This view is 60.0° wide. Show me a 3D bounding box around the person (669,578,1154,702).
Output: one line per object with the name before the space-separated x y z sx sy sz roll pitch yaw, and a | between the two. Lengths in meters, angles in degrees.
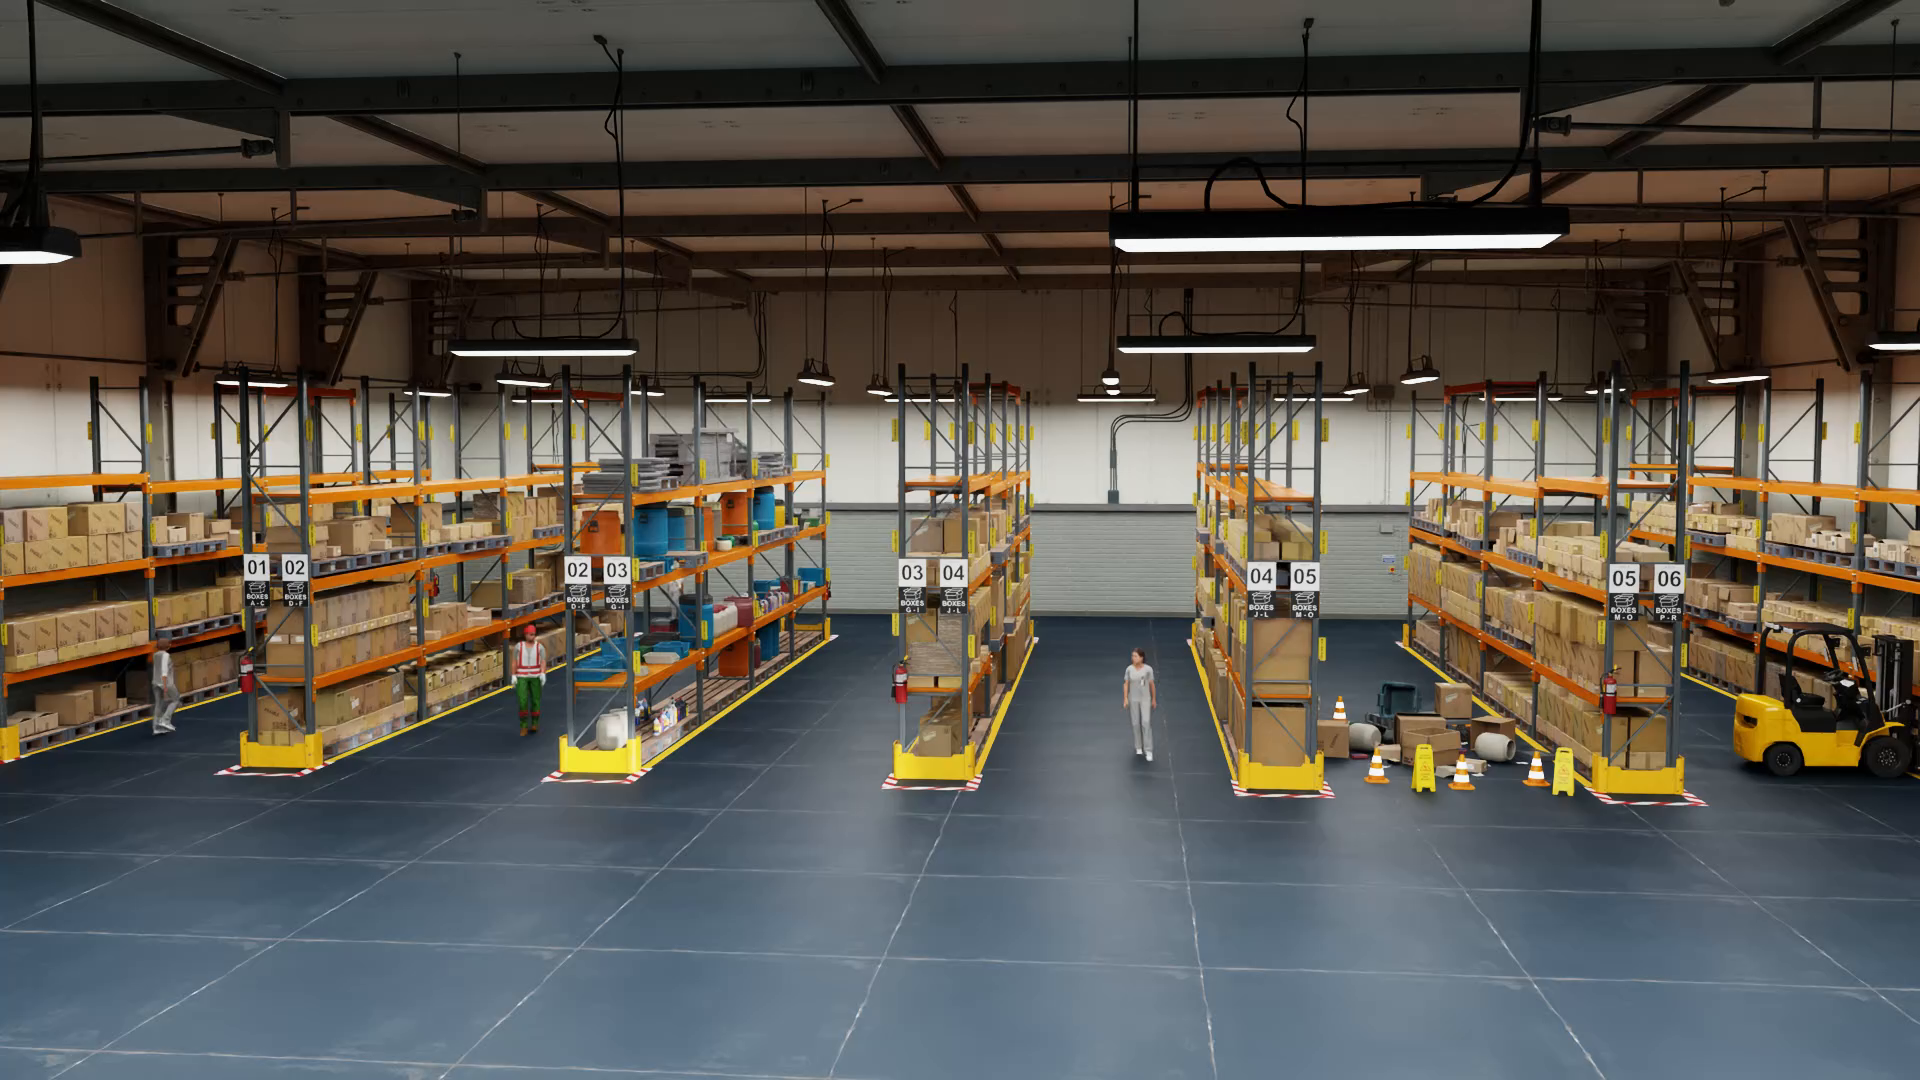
person | -2.243 1.930 34.787 19.756 1.666 7.666 3 5 40

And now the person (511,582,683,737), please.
person | -7.341 1.843 35.625 5.233 1.813 15.748 -1 4 -18

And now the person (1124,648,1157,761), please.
person | 2.784 2.523 25.741 0.553 1.682 0.640 1 4 21

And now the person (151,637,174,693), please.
person | -13.300 2.096 27.721 0.412 0.939 0.364 1 4 17
